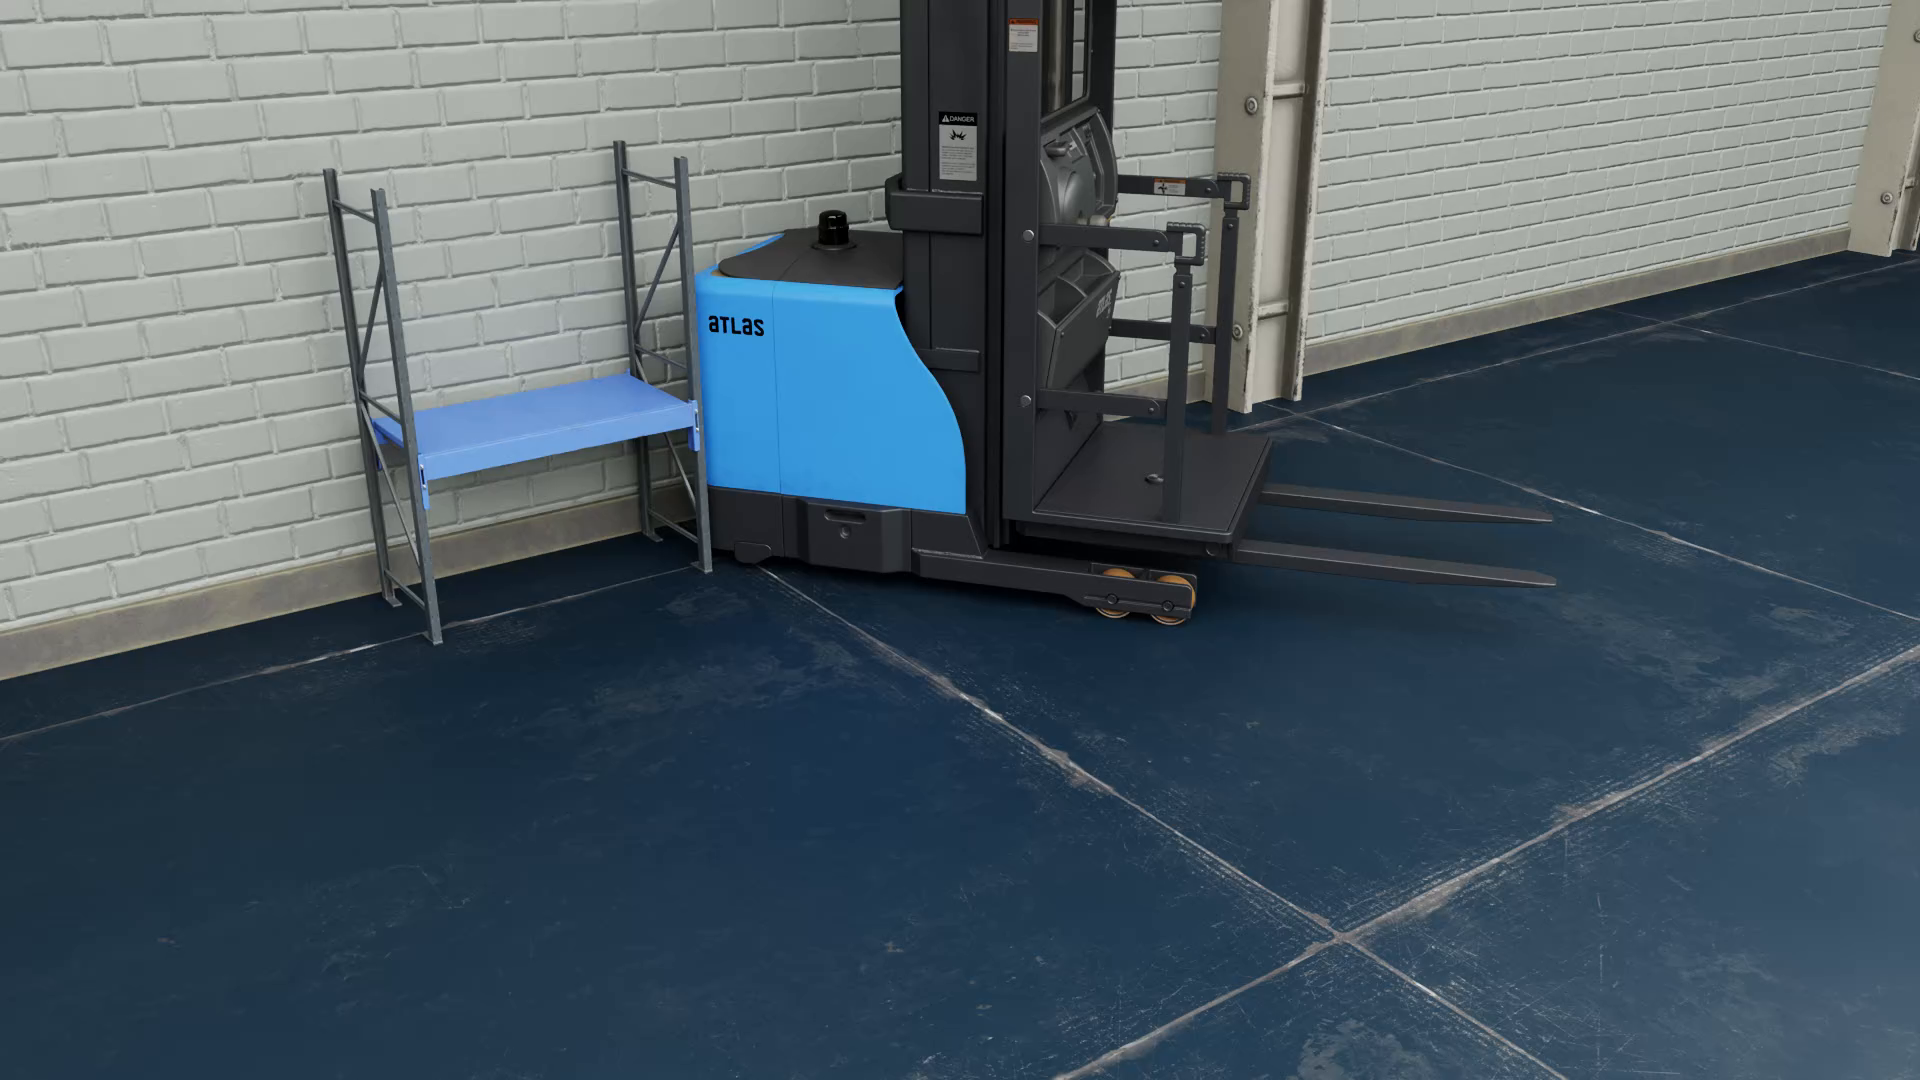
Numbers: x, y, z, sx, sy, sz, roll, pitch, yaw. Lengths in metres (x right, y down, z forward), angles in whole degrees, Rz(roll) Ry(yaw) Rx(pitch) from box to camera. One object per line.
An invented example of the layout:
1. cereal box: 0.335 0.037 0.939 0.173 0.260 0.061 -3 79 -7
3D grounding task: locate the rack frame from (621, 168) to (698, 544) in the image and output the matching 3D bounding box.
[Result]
1. rack frame: -1.071 -0.650 6.001 0.013 1.308 0.475 -16 27 -34

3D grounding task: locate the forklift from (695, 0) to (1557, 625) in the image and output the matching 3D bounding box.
1. forklift: 0.601 -1.292 5.679 3.031 2.935 1.130 7 23 16

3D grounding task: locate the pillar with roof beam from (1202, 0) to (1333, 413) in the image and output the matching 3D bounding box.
1. pillar with roof beam: 3.934 -3.575 3.213 0.400 9.000 9.100 -15 26 -33

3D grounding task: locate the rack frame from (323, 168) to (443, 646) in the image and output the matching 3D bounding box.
1. rack frame: -1.883 -0.423 5.433 0.032 1.500 0.500 -16 27 -34

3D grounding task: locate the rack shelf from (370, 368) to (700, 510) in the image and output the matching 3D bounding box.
1. rack shelf: -1.476 -0.369 5.783 1.000 0.185 0.538 -16 27 -34

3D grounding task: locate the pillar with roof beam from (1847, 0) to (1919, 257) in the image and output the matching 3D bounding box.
1. pillar with roof beam: 8.805 -4.874 6.468 0.400 9.000 9.100 -15 26 -33

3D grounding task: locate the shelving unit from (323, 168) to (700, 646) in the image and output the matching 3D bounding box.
1. shelving unit: -1.480 -0.535 5.714 1.039 1.500 0.538 -16 27 -34
